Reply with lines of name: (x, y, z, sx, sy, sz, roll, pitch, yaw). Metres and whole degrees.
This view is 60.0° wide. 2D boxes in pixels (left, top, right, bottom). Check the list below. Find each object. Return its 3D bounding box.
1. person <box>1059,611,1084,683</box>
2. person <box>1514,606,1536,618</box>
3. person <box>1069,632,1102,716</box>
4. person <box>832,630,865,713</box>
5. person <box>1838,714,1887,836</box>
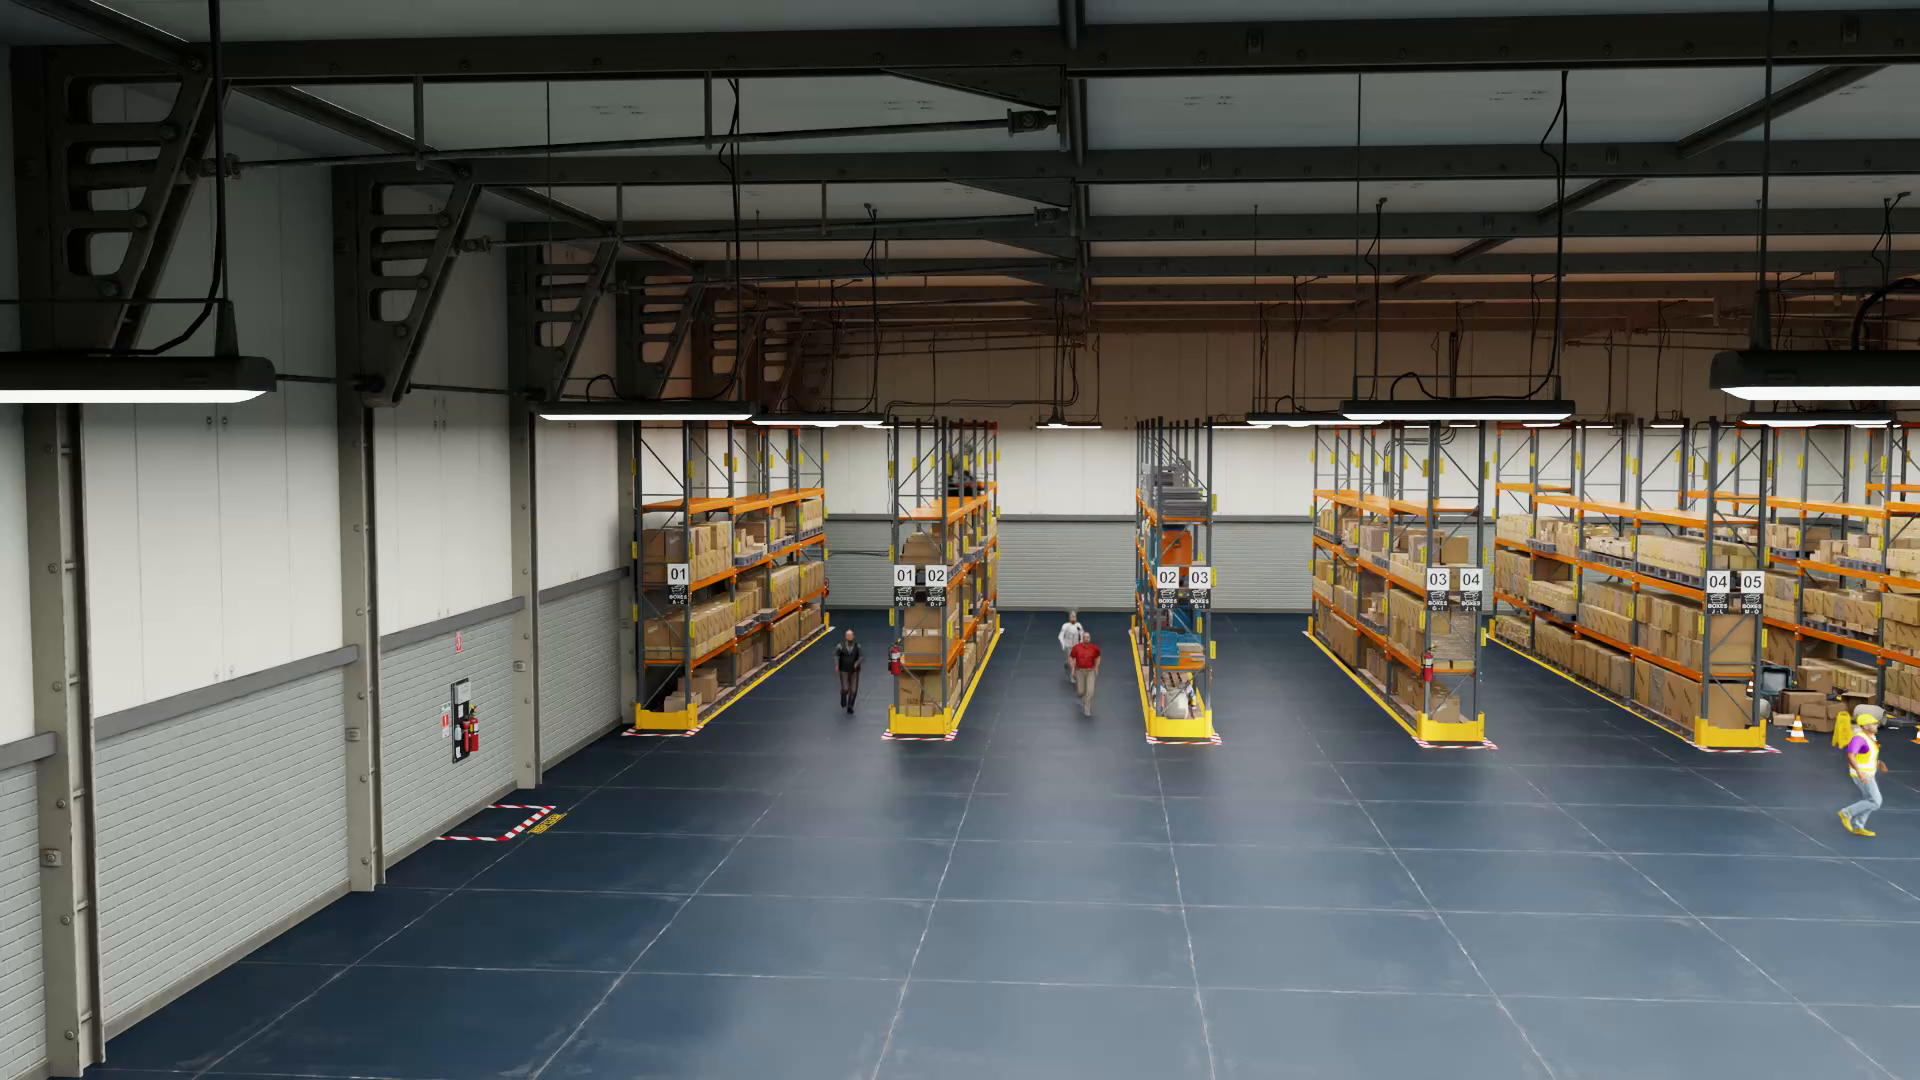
person: (2.560, 2.427, 38.026, 0.603, 1.648, 0.593, 0, 4, -8)
person: (16.116, 1.769, 47.395, 0.761, 1.786, 0.712, -4, 5, -44)
person: (2.545, 2.690, 33.731, 0.652, 1.681, 0.626, 0, 4, -1)
person: (-2.246, 2.680, 33.750, 0.652, 1.678, 0.569, -1, 4, -11)
person: (12.802, 3.320, 23.570, 0.577, 1.732, 0.714, 3, 5, 35)
